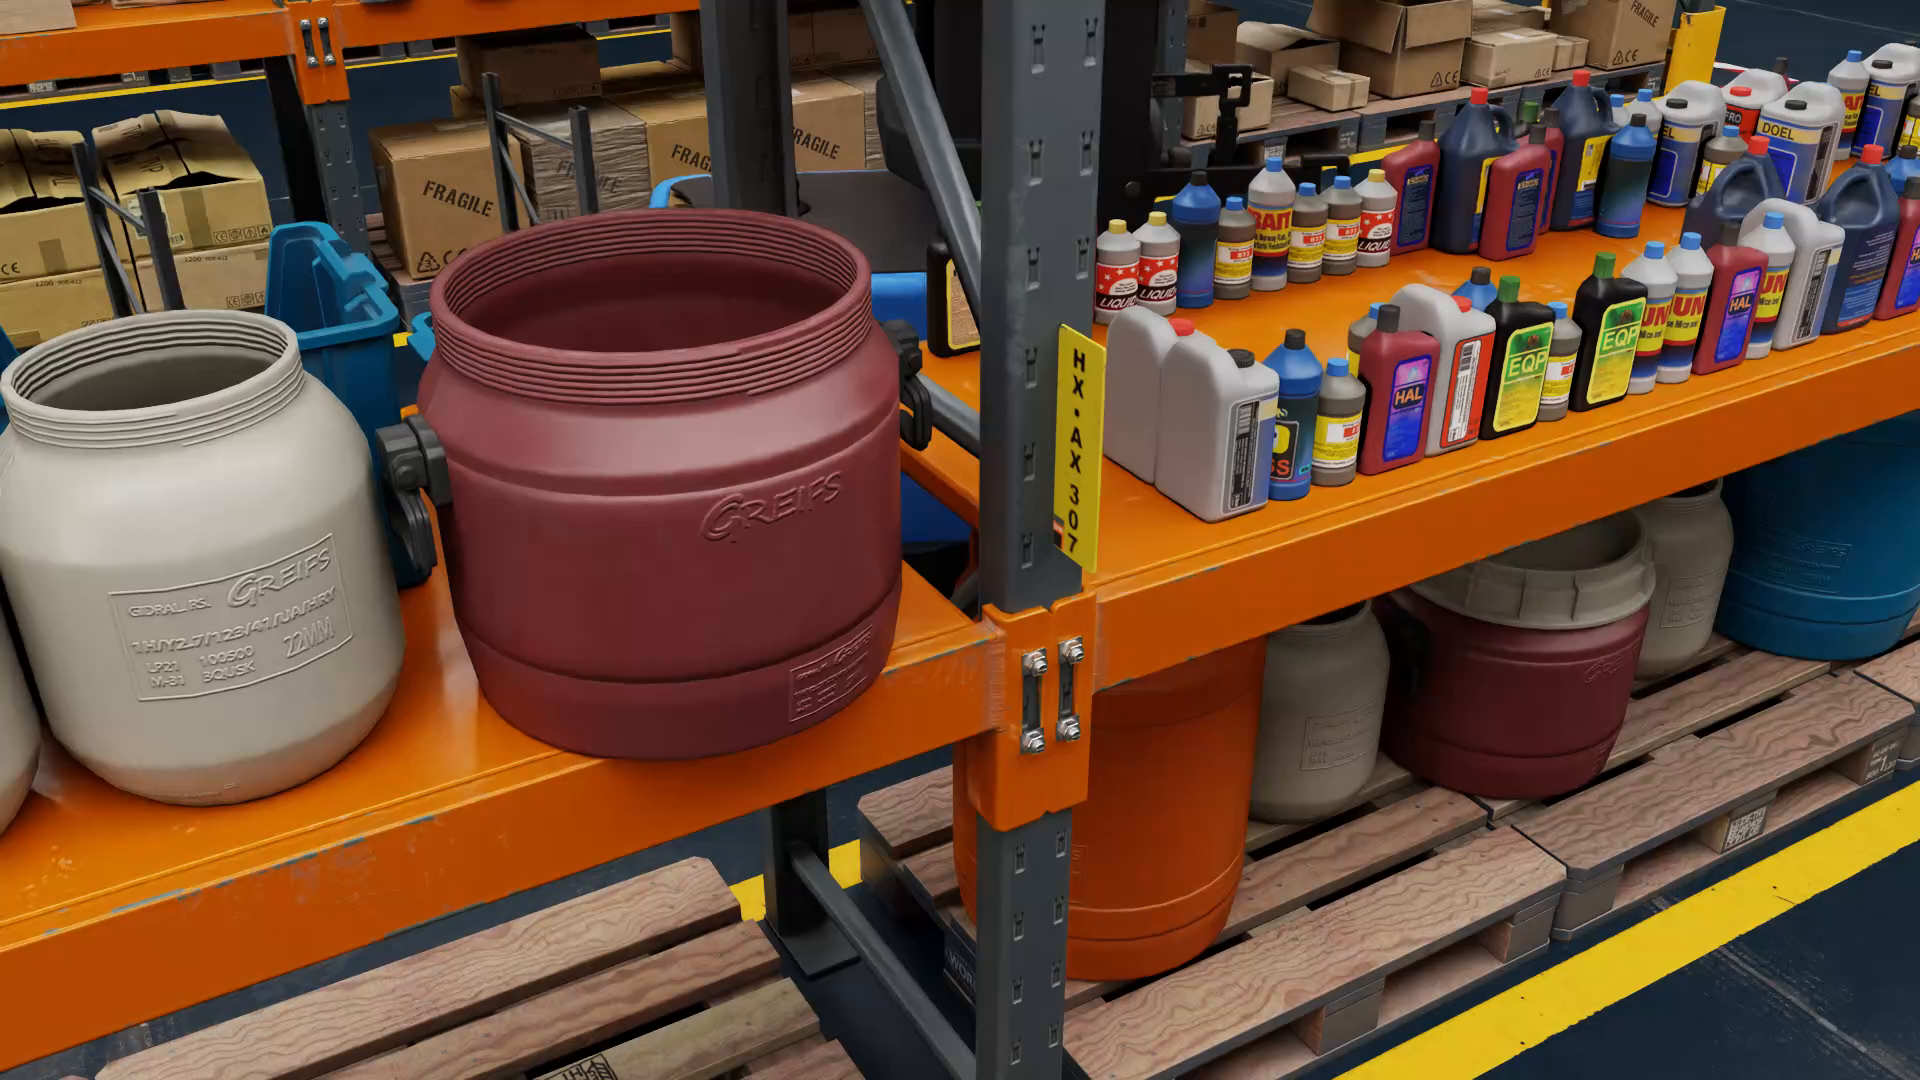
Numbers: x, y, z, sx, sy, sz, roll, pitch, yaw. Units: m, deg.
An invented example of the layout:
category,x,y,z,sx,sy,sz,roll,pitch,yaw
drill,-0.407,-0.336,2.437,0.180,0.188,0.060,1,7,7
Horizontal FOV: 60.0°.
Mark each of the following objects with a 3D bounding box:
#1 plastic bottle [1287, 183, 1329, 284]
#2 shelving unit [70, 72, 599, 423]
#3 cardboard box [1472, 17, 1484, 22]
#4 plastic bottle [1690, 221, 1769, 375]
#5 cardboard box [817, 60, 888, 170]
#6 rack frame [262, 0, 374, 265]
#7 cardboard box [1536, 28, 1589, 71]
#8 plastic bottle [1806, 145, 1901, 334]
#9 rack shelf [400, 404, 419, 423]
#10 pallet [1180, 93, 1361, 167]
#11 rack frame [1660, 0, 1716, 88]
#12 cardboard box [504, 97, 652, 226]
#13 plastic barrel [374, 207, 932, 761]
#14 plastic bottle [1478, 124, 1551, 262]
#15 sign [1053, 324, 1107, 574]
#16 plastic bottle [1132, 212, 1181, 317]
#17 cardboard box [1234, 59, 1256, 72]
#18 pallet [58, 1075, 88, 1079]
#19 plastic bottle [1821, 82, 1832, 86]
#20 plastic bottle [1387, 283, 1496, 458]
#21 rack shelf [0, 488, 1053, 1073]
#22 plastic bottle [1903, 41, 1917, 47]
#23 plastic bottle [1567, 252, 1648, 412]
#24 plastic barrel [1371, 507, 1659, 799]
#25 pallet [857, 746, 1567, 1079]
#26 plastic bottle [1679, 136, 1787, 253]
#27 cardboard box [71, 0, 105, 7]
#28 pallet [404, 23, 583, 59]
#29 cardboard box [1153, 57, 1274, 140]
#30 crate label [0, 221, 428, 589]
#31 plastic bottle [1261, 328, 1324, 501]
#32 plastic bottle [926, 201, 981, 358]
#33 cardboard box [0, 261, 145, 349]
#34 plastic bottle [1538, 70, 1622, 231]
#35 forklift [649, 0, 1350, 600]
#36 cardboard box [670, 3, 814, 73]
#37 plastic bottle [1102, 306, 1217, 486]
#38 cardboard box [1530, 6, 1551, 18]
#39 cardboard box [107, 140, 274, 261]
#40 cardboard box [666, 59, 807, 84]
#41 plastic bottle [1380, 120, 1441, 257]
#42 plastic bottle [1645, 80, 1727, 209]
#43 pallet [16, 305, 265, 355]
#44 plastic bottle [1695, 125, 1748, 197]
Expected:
category,x,y,z,sx,sy,sz,roll,pitch,yaw
plastic bottle,0.731,-0.658,3.544,0.097,0.201,0.097,0,29,0
shelving unit,-1.457,-0.321,4.279,1.083,1.500,0.587,-23,36,-35
cardboard box,2.787,-3.024,10.015,0.500,0.250,0.500,-16,33,-26
plastic bottle,1.427,-0.456,3.093,0.133,0.283,0.061,-16,33,-26
cardboard box,-0.330,-1.934,7.781,0.500,0.500,0.500,-15,32,-26
rack frame,-2.635,-2.337,6.380,0.127,3.000,1.000,-16,33,-26
cardboard box,3.523,-2.950,9.967,0.250,0.166,0.380,-16,33,-26
plastic bottle,1.743,-0.599,3.282,0.185,0.351,0.144,-16,33,-26
rack shelf,-1.464,-0.160,4.360,1.000,0.185,0.538,-23,36,-35
pallet,1.406,-2.262,9.131,1.213,0.211,1.003,-16,33,-26
rack frame,4.262,-4.295,9.928,0.127,3.000,1.000,-16,33,-26
cardboard box,-1.650,-1.558,7.100,0.500,0.500,0.500,-17,33,-28
plastic barrel,-0.376,-0.092,2.171,0.708,0.536,0.600,-16,33,-26
plastic bottle,1.221,-0.763,3.649,0.133,0.283,0.061,-16,33,-26
sign,0.156,-0.116,2.187,0.005,0.325,0.100,-16,33,-26
plastic bottle,0.395,-0.563,3.371,0.097,0.201,0.097,0,29,0
cardboard box,1.454,-2.635,9.415,0.250,0.149,0.380,-16,33,-26
pallet,-1.867,1.419,2.461,1.213,0.211,1.003,-16,33,-26
plastic bottle,2.214,-1.079,4.307,0.097,0.201,0.097,0,29,0
plastic bottle,0.807,-0.302,2.822,0.135,0.276,0.152,-16,33,-26
rack shelf,-1.854,0.532,1.926,4.000,0.370,1.077,-16,33,-26
plastic bottle,2.498,-1.191,4.436,0.097,0.271,0.097,0,29,0
plastic bottle,1.144,-0.376,2.947,0.133,0.283,0.061,-16,33,-26
plastic barrel,1.258,0.196,3.851,0.708,0.588,0.600,-16,33,-26
pallet,0.529,0.738,3.694,1.213,0.211,1.003,-16,33,-26
plastic bottle,1.550,-0.629,3.337,0.185,0.351,0.144,-16,33,-26
cardboard box,-3.505,-2.159,6.151,0.500,0.311,0.500,-16,33,-27
pallet,-3.380,-3.637,11.621,1.213,0.211,1.003,-16,33,-26
cardboard box,1.285,-2.344,8.720,0.500,0.311,0.500,-16,33,-26
crate label,-1.123,-0.157,2.394,0.616,0.435,0.502,-16,33,-26
plastic bottle,0.521,-0.204,2.649,0.097,0.271,0.097,0,29,0
plastic bottle,0.003,-0.498,3.168,0.133,0.283,0.061,-16,33,-26
cardboard box,-3.408,-0.959,6.294,0.500,0.250,0.500,-16,33,-27
plastic bottle,1.422,-0.907,3.839,0.185,0.351,0.144,-16,33,-26
forklift,0.610,-1.287,4.548,3.031,2.935,1.130,-3,29,-5
cardboard box,-1.022,-2.358,7.773,0.500,0.250,0.500,-17,33,-27
plastic bottle,0.331,-0.253,2.732,0.135,0.276,0.152,-16,33,-26
cardboard box,3.727,-3.280,10.584,0.250,0.149,0.380,-16,33,-26
cardboard box,-2.962,-1.331,6.389,0.500,0.311,0.500,-15,32,-25
cardboard box,-1.052,-2.019,7.936,0.500,0.500,0.500,-17,33,-28
plastic bottle,0.989,-0.778,3.675,0.133,0.283,0.061,-16,33,-26
plastic bottle,1.729,-0.959,4.012,0.135,0.276,0.152,-16,33,-26
pallet,-3.365,-0.930,6.718,1.213,0.211,1.003,-16,33,-26
plastic bottle,1.808,-0.879,3.944,0.097,0.201,0.097,0,29,0
